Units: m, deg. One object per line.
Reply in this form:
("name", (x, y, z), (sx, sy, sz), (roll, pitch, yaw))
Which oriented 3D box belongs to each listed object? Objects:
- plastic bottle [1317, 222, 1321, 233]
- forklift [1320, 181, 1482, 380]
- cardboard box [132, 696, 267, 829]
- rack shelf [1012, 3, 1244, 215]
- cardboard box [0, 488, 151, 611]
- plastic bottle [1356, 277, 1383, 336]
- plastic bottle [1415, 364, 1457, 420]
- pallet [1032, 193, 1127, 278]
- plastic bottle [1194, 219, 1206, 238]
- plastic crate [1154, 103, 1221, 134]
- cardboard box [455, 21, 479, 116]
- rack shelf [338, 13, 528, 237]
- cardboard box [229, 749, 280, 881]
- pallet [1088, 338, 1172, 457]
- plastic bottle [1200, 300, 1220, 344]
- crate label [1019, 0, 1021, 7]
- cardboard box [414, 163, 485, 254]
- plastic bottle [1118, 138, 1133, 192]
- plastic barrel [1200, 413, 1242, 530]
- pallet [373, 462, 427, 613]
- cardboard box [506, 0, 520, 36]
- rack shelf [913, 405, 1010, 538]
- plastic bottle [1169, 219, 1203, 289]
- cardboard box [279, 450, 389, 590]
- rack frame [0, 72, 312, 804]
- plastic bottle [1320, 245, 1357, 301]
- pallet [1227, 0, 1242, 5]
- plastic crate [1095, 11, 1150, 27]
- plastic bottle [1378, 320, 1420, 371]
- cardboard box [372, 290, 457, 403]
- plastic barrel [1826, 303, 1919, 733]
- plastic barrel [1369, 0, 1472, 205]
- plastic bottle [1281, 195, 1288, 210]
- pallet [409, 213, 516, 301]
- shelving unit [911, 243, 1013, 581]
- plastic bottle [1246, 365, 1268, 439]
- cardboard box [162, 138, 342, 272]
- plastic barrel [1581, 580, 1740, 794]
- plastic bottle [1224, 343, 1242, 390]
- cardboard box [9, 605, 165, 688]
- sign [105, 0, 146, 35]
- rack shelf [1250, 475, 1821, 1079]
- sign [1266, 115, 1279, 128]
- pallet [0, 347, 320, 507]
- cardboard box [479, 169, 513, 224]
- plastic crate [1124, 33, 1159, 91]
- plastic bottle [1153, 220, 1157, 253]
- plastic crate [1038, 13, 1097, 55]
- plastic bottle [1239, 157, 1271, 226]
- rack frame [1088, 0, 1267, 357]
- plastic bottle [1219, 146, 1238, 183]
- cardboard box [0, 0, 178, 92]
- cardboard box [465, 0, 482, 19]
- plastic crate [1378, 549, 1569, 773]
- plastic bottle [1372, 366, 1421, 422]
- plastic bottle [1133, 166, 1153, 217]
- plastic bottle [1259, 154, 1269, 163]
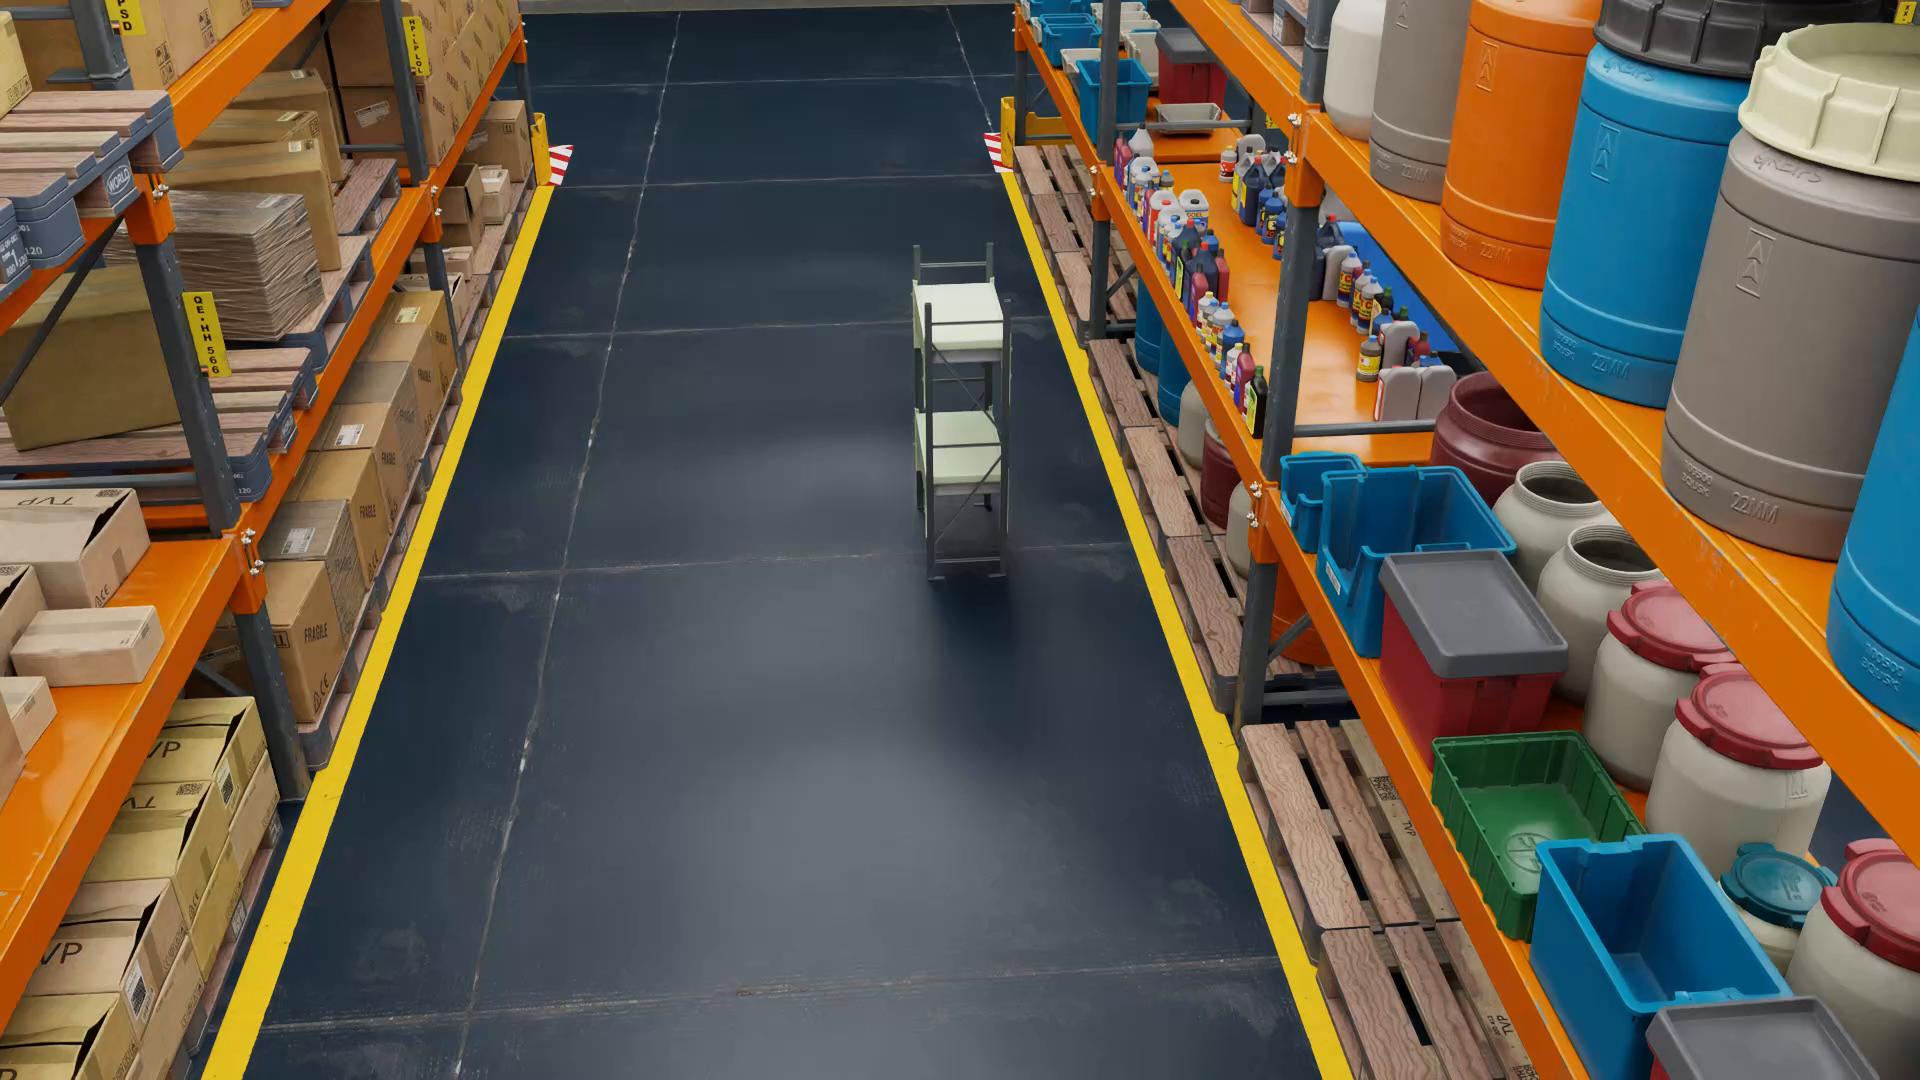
("plastic bottle", (1.793, -1.479, 8.426), (0.097, 0.271, 0.097), (0, 31, 0))
("forklift", (3.584, -2.355, 9.835), (3.031, 2.935, 1.130), (4, 31, 7))
("cardboard box", (-2.935, 0.813, 6.189), (0.500, 0.311, 0.500), (-2, 31, -3))
("rack shelf", (1.142, -3.192, 11.871), (1.077, 0.370, 4.000), (-3, 31, -5))
("cardboard box", (-3.239, 0.024, 5.872), (0.500, 0.311, 0.500), (-1, 31, -1))
("plastic bottle", (1.923, -1.102, 7.795), (0.097, 0.271, 0.097), (0, 31, 0))
("plastic bottle", (1.984, -0.621, 6.985), (0.152, 0.276, 0.135), (-3, 31, -5))
("pallet", (1.104, -2.281, 12.363), (1.003, 0.211, 1.213), (-3, 31, -5))
("plastic bottle", (1.223, -1.564, 8.638), (0.097, 0.201, 0.097), (0, 31, 0))
("plastic crate", (1.428, -2.637, 10.438), (0.396, 0.136, 0.243), (-3, 31, -5))
("cardboard box", (-3.475, -3.078, 10.880), (0.500, 0.500, 0.500), (-3, 31, -5))
("rack shelf", (-3.790, -2.957, 11.477), (1.077, 0.370, 4.000), (-3, 31, -5))
("cardboard box", (-2.937, 1.055, 6.331), (0.500, 0.250, 0.500), (-2, 31, -3))
("pallet", (1.359, -0.887, 10.029), (1.003, 0.211, 1.213), (-3, 31, -5))
("plastic bottle", (1.171, -1.014, 7.717), (0.097, 0.201, 0.097), (0, 31, 0))
("crate label", (0.650, -4.334, 13.186), (0.416, 0.233, 0.303), (-3, 31, -5))
("cardboard box", (-3.784, -2.321, 11.716), (0.797, 0.503, 0.637), (-3, 31, -5))
("plastic bottle", (0.951, -2.154, 9.545), (0.061, 0.283, 0.133), (-3, 31, -5))
("plastic barrel", (1.534, -0.408, 8.451), (0.600, 0.588, 0.708), (-3, 31, -5))
("pallet", (-3.372, -0.010, 8.560), (1.003, 0.211, 1.213), (-3, 31, -5))
("cardboard box", (-3.664, -4.114, 12.615), (0.500, 0.500, 0.500), (-2, 31, -3))
("rack shelf", (0.001, -0.361, 8.527), (0.431, 0.370, 0.720), (-3, 31, -5))
("plastic bottle", (1.130, -1.432, 8.270), (0.144, 0.351, 0.185), (-3, 31, -5))
("cardboard box", (-3.084, -0.088, 7.980), (0.500, 0.500, 0.500), (-3, 31, -5))
("rack frame", (-3.229, -0.202, 6.164), (1.000, 3.000, 0.127), (-3, 31, -5))
("plastic bottle", (1.854, -1.329, 8.171), (0.152, 0.276, 0.135), (-3, 31, -5))
("pallet", (1.608, -2.712, 7.625), (1.003, 0.211, 1.213), (-3, 31, -5))
("plastic crate", (1.224, -3.878, 12.517), (0.396, 0.136, 0.243), (-3, 31, -5))
("plastic bottle", (1.941, -0.857, 7.381), (0.152, 0.276, 0.135), (-3, 31, -5))
("cardboard box", (-3.272, -1.122, 9.712), (0.500, 0.500, 0.500), (-3, 31, -5))
("plastic barrel", (1.813, -0.148, 2.658), (0.600, 0.901, 0.708), (-3, 31, -5))
("plastic barrel", (1.563, -1.511, 4.941), (0.600, 0.901, 0.600), (0, 31, 0))
("plastic bottle", (1.781, -1.728, 8.839), (0.152, 0.276, 0.135), (-3, 31, -5))
("pallet", (-3.784, -2.022, 11.930), (1.003, 0.211, 1.213), (-3, 31, -5))
("shelving unit", (0.001, -0.640, 8.360), (0.431, 1.500, 0.755), (-3, 31, -5))
("plastic bottle", (1.240, -0.574, 6.899), (0.061, 0.283, 0.133), (-3, 31, -5))
("cardboard box", (-3.377, -1.569, 7.944), (0.700, 0.500, 0.500), (-11, 32, -17))
("plastic barrel", (2.096, 0.452, 4.936), (0.433, 0.535, 0.433), (0, 31, 0))
("plastic bottle", (1.217, -0.766, 7.301), (0.097, 0.201, 0.097), (0, 31, 0))
("cardboard box", (-2.870, 0.351, 5.482), (0.380, 0.149, 0.250), (-3, 31, -5))
("sign", (-2.676, -1.769, 5.279), (0.100, 0.325, 0.005), (-3, 31, -5))
("rack shelf", (1.889, 0.892, 5.033), (1.077, 0.370, 4.000), (-3, 31, -5))
("sign", (1.877, -2.624, 9.948), (0.100, 0.325, 0.005), (-3, 31, -5))
("pallet", (-3.363, -0.463, 6.787), (1.213, 0.211, 1.003), (-3, 31, -5))
("cardboard box", (-3.622, -2.543, 12.335), (0.500, 0.250, 0.500), (-3, 31, -5))
("plastic crate", (1.370, -3.243, 11.312), (0.437, 0.282, 0.530), (-3, 31, -5))
("plastic bottle", (1.063, -1.607, 8.709), (0.097, 0.201, 0.097), (0, 31, 0))
("plastic crate", (0.773, -3.662, 12.061), (0.416, 0.233, 0.300), (-3, 31, -5))
("plastic bottle", (1.614, -1.904, 9.060), (0.144, 0.351, 0.185), (-3, 31, -5))
("rack frame", (1.329, -2.480, 9.977), (1.000, 3.000, 0.127), (-3, 31, -5))
("plastic bottle", (1.565, -2.194, 9.691), (0.097, 0.201, 0.097), (0, 31, 0))
("cardboard box", (-3.304, -1.754, 5.739), (0.910, 0.500, 0.500), (-3, 31, -5))
("cardboard box", (-3.513, -3.760, 11.048), (0.500, 0.500, 0.500), (-2, 31, -3))
("plastic crate", (1.549, 0.374, 5.136), (0.402, 0.464, 0.583), (-3, 31, -5))
("plastic bottle", (1.832, -0.614, 6.973), (0.152, 0.276, 0.135), (-3, 31, -5))
("plastic bottle", (1.011, -1.923, 9.170), (0.097, 0.271, 0.097), (0, 31, 0))
("plastic bottle", (1.722, -2.055, 9.385), (0.152, 0.276, 0.135), (-3, 31, -5))
